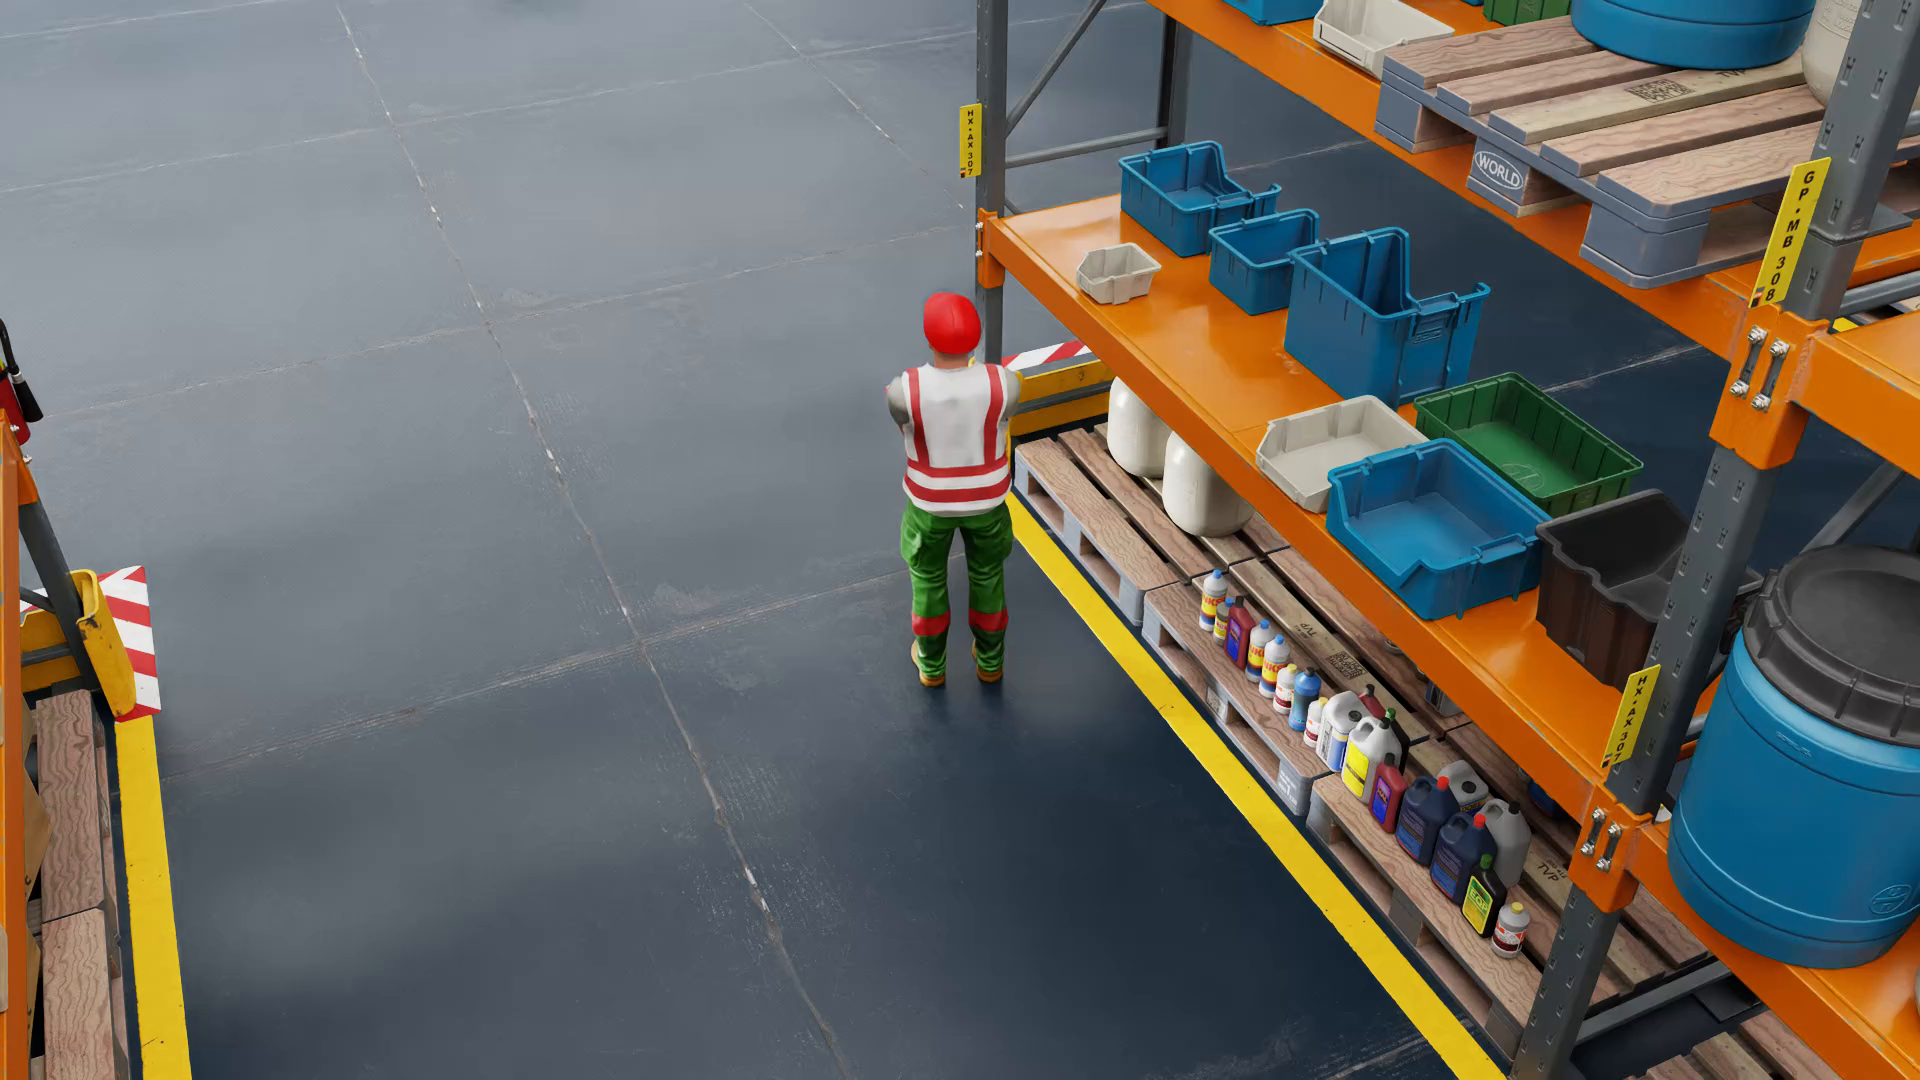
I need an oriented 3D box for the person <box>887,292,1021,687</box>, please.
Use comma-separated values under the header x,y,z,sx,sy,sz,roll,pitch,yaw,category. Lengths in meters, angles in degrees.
x,y,z,sx,sy,sz,roll,pitch,yaw,category
-0.032,-0.232,6.444,0.494,1.782,0.560,-3,37,-4,person
